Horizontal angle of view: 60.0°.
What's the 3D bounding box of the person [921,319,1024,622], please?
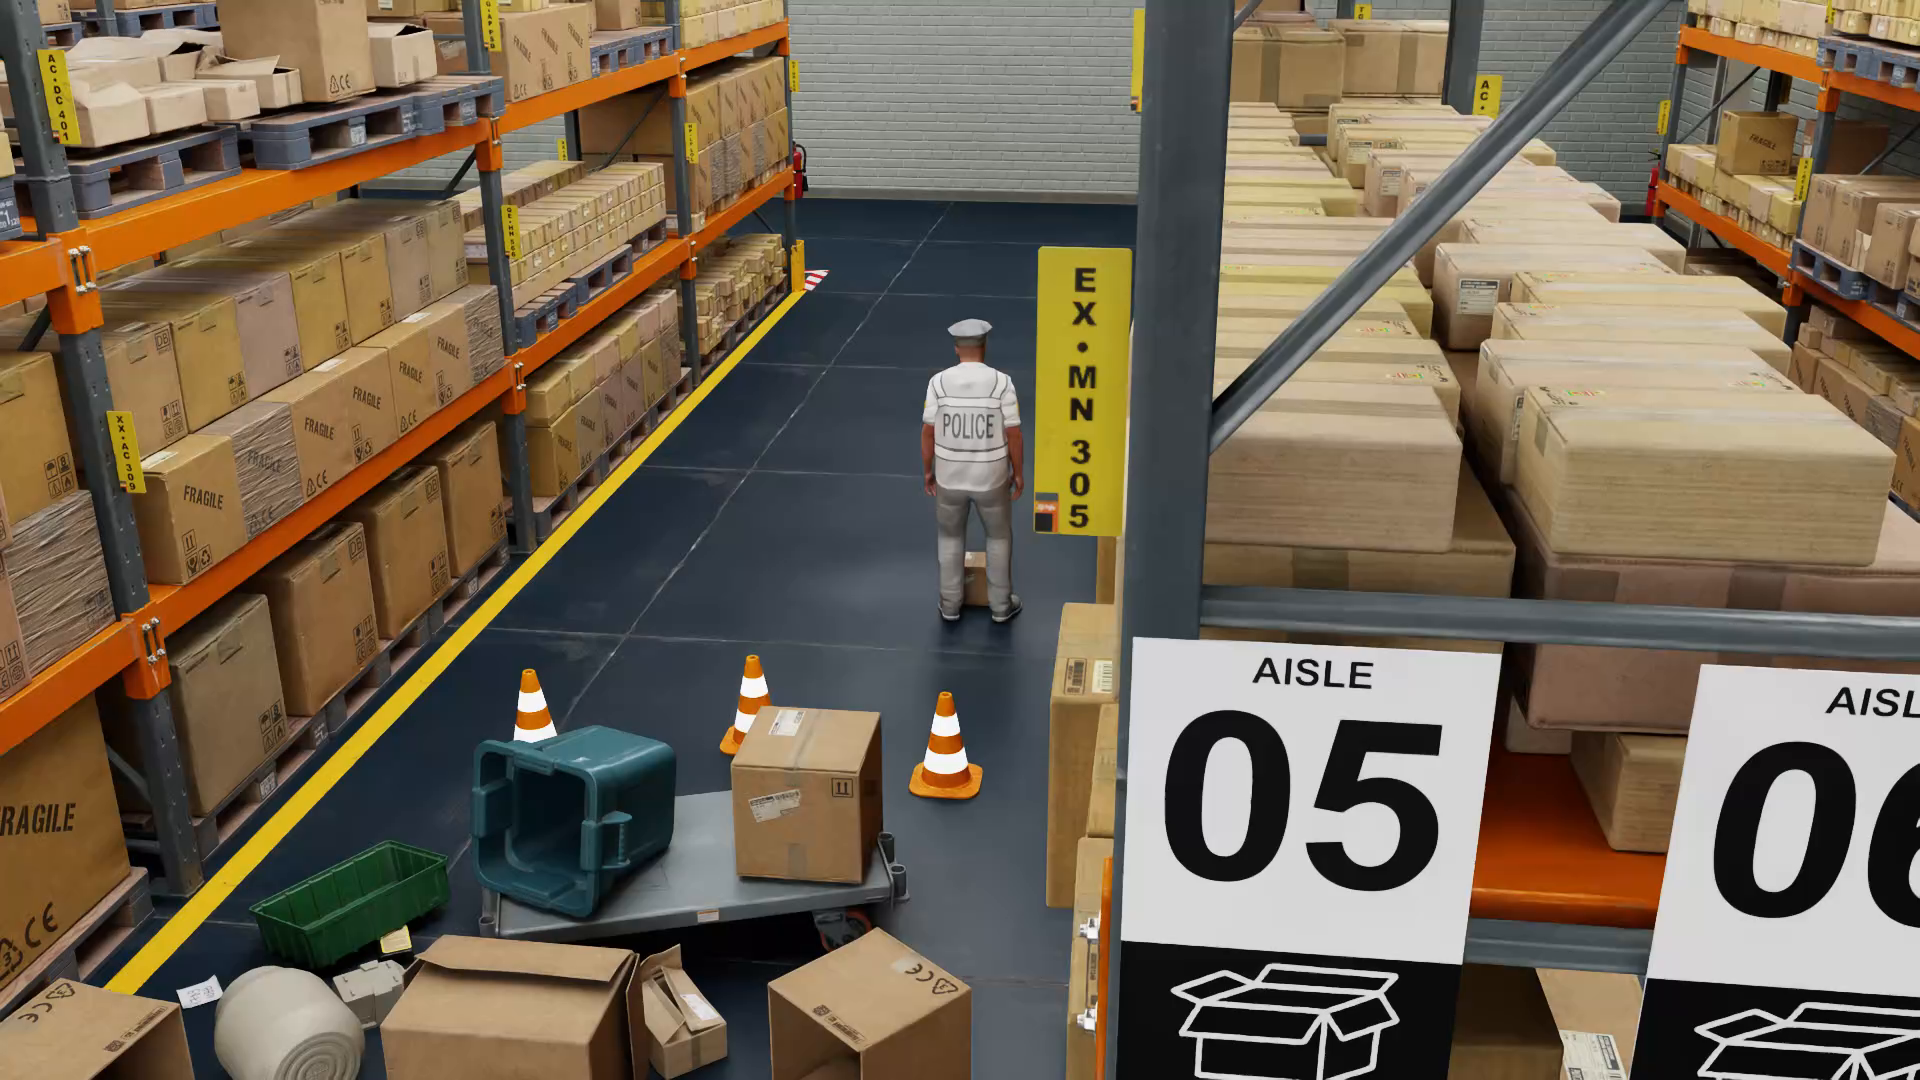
[{"bbox_3d":[0.073,-0.369,9.531,0.586,1.748,0.439,3,21,7],"label":"person"}]
